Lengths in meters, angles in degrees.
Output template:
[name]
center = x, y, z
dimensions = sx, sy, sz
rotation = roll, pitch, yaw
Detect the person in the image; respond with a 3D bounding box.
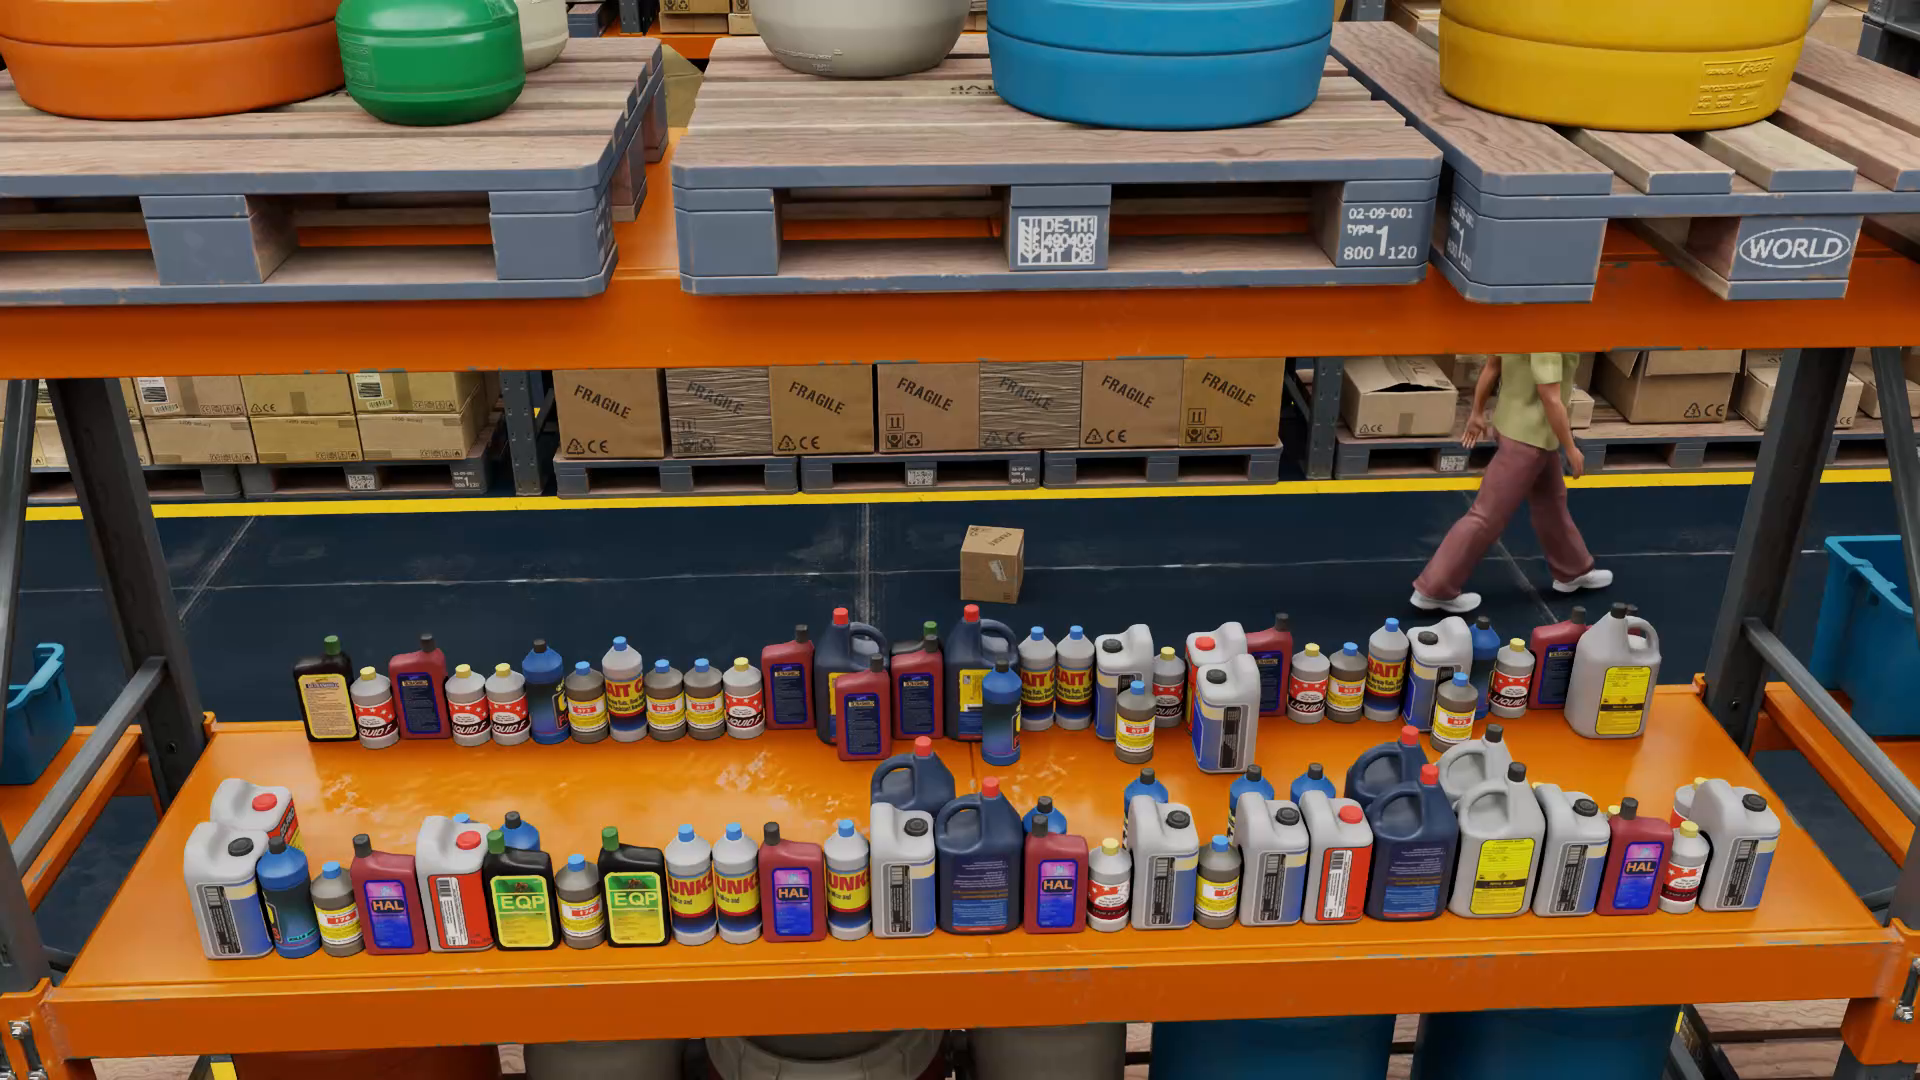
[person]
center = 2.500, -0.434, 6.960
dimensions = 1.037, 1.610, 0.471
rotation = 0, 28, -1
